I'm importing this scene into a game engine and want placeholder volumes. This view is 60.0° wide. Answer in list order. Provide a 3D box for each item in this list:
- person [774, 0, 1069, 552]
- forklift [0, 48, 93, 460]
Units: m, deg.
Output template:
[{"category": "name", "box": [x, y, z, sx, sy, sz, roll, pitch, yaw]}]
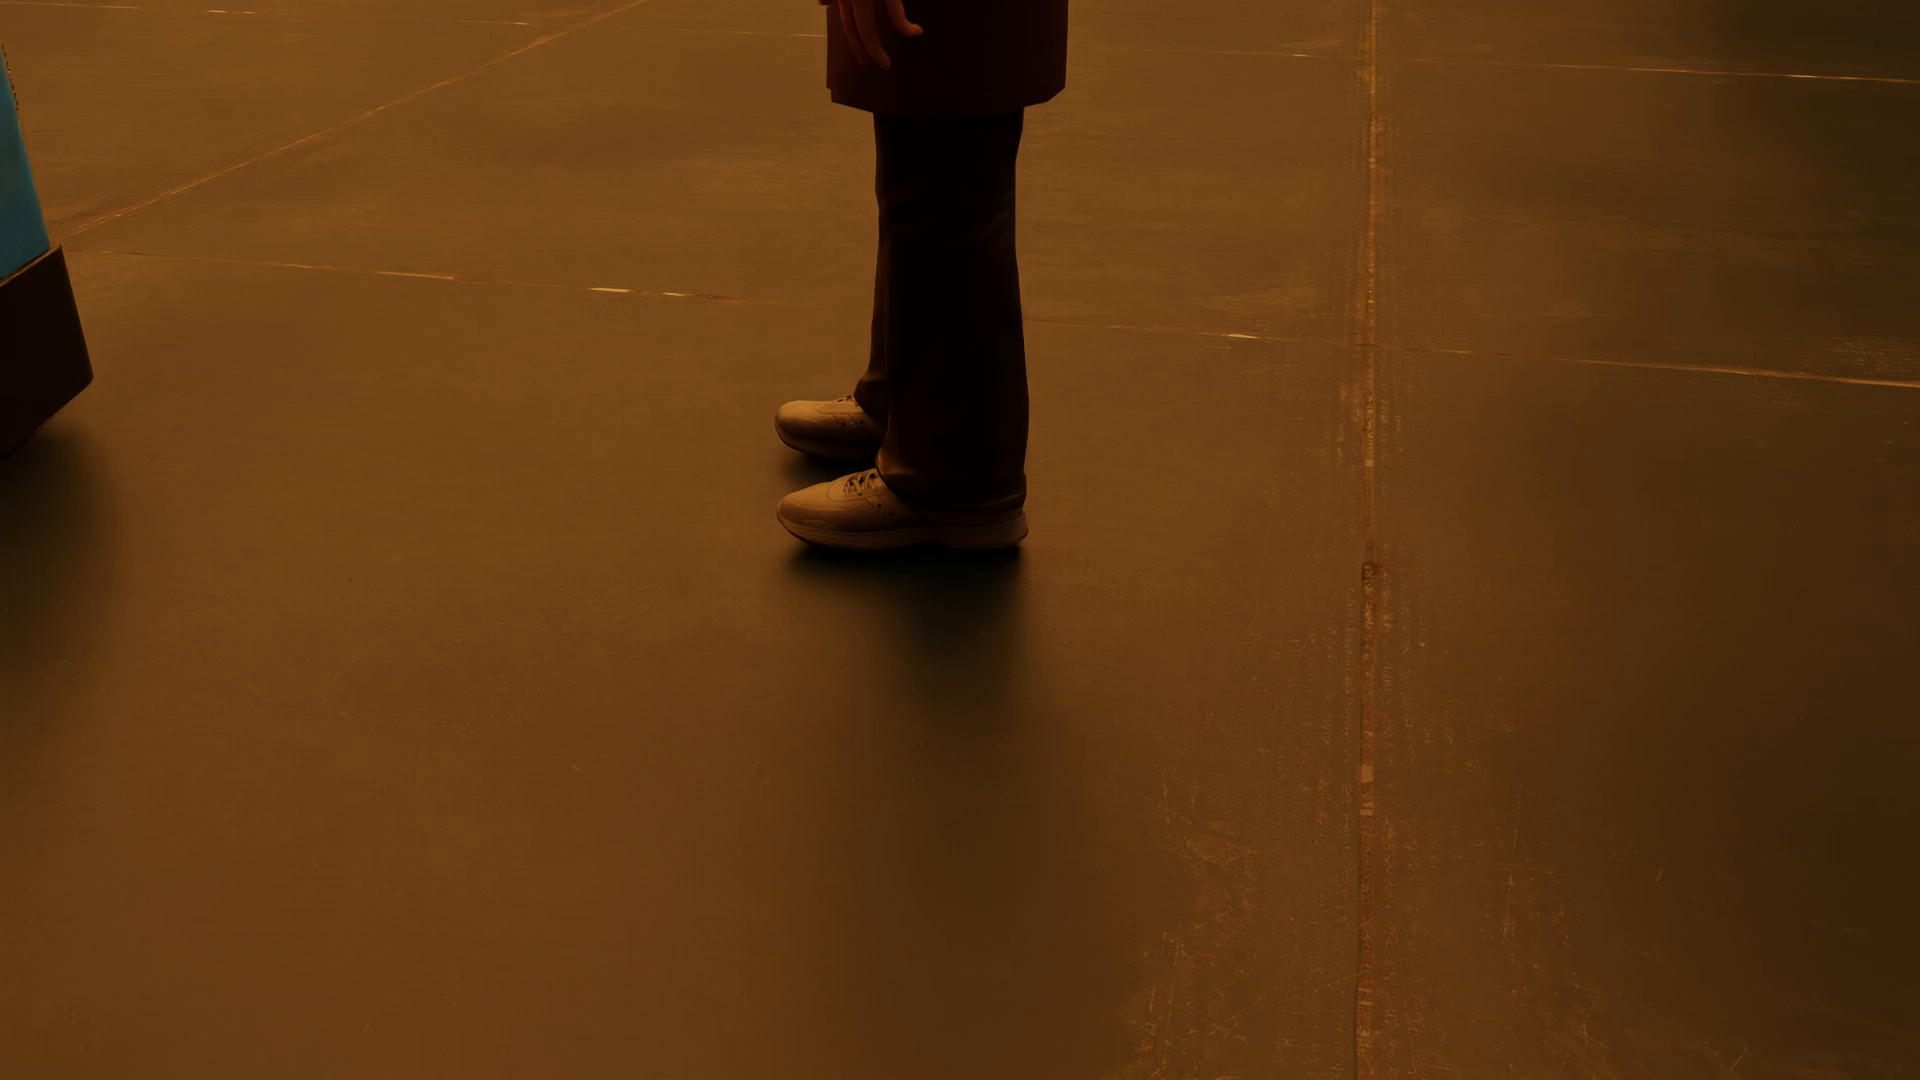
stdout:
[{"category": "person", "box": [-0.089, -0.811, 2.117, 0.579, 1.778, 0.698, 6, 27, 11]}, {"category": "forklift", "box": [-3.003, -1.299, 1.821, 3.031, 2.935, 1.130, -1, 27, -2]}]
